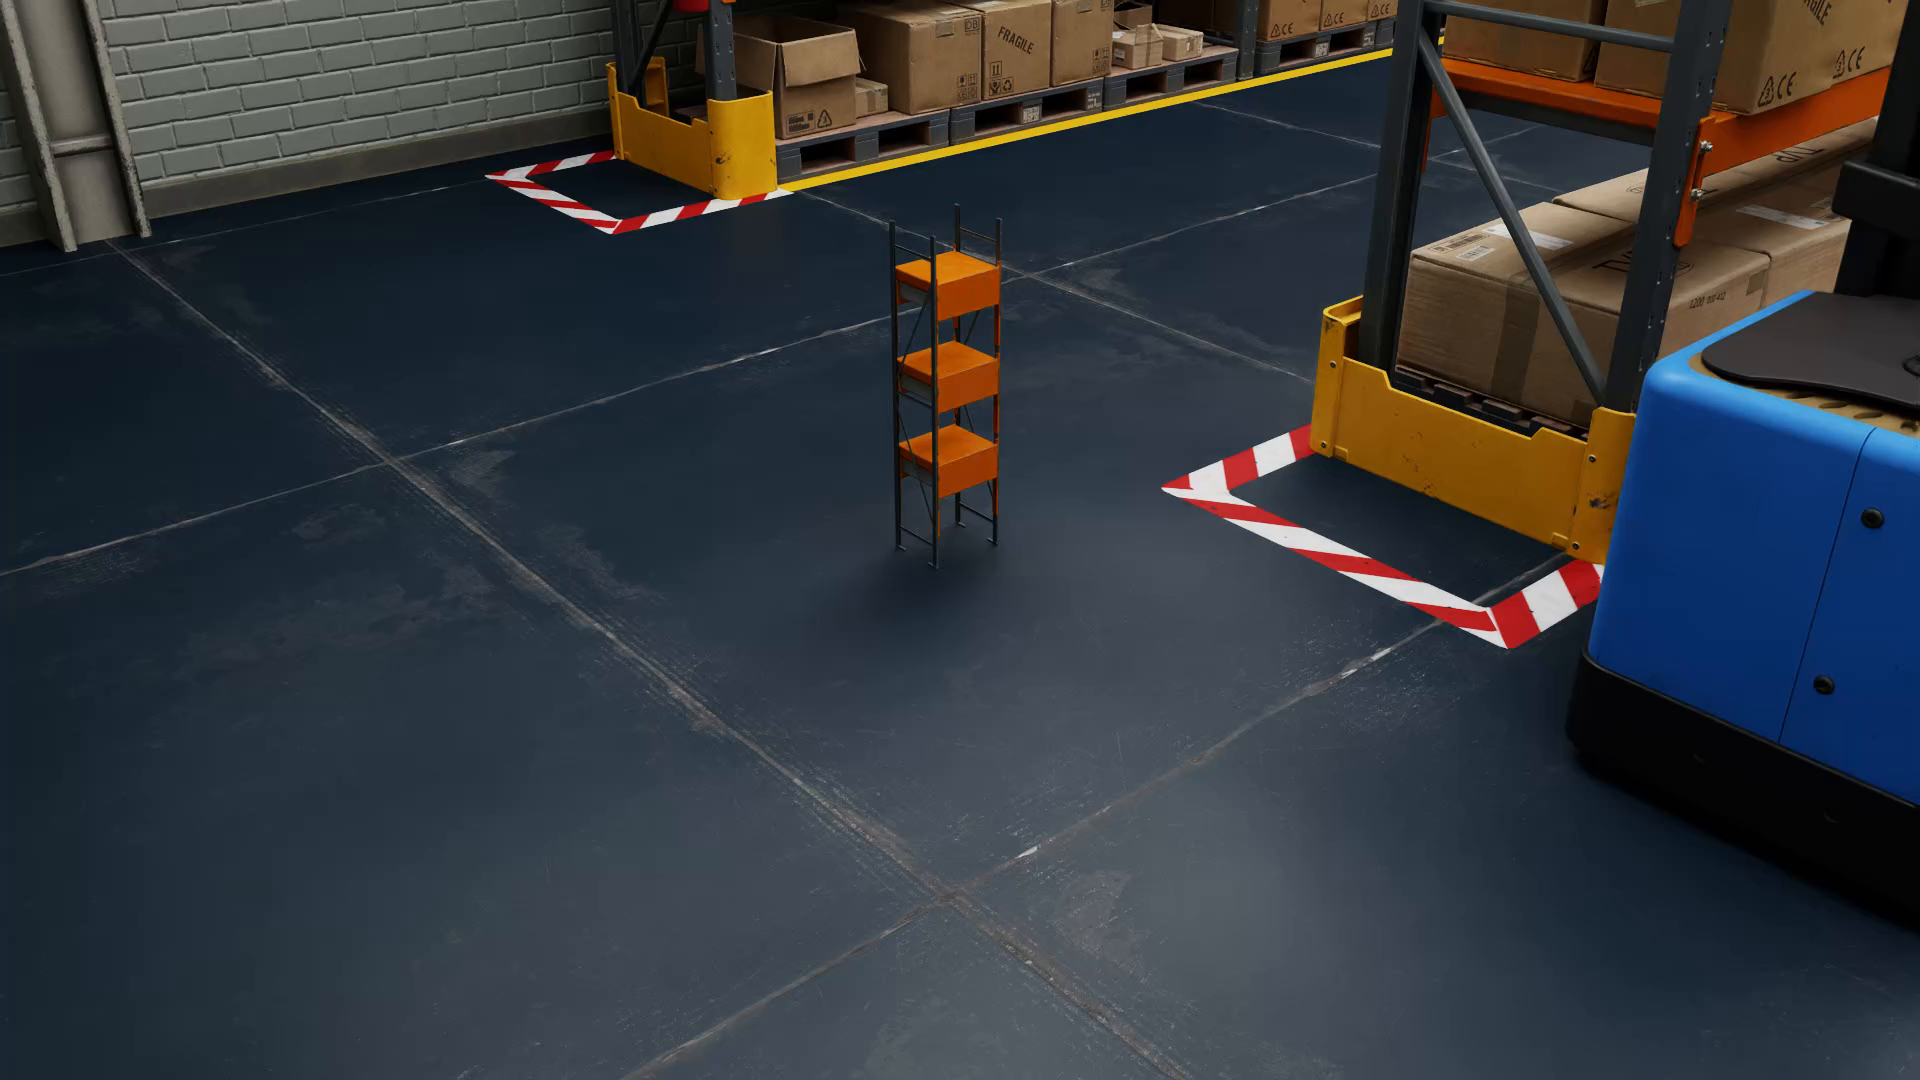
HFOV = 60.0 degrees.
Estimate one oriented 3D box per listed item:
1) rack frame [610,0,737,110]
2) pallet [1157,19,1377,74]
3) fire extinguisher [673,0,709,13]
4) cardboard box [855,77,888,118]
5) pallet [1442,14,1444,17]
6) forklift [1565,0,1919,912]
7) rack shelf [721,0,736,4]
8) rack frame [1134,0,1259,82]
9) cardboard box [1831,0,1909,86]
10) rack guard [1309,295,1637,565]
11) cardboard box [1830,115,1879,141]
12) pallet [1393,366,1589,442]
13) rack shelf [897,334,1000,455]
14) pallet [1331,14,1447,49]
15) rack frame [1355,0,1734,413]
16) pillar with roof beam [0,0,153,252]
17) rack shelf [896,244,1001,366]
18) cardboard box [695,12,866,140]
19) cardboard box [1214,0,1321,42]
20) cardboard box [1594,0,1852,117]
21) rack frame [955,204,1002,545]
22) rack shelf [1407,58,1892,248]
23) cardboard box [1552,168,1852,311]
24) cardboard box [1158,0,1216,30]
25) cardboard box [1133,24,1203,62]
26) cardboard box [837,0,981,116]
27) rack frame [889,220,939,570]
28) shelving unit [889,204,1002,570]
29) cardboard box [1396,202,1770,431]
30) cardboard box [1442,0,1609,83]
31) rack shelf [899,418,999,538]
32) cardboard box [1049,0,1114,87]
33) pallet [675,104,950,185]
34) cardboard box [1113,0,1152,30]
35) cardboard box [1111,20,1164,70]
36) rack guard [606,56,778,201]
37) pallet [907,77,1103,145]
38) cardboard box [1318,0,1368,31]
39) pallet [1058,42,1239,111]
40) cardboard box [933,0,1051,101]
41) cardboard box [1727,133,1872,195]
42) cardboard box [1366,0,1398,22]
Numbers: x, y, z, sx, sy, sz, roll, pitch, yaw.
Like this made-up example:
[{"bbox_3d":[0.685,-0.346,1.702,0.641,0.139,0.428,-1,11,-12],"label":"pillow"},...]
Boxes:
[{"bbox_3d":[-1.492,-3.283,8.210,0.127,3.000,1.000,-22,35,-35],"label":"rack frame"},{"bbox_3d":[2.145,-3.539,11.648,1.213,0.211,1.003,-22,35,-35],"label":"pallet"},{"bbox_3d":[-1.304,-2.873,7.922,0.183,0.674,0.296,-22,35,-35],"label":"fire extinguisher"},{"bbox_3d":[-0.617,-2.480,9.287,0.250,0.149,0.380,-24,36,-37],"label":"cardboard box"},{"bbox_3d":[4.001,-4.285,13.045,1.213,0.211,1.003,-22,35,-35],"label":"pallet"},{"bbox_3d":[2.961,-1.028,4.065,3.031,2.935,1.130,-23,36,-36],"label":"forklift"},{"bbox_3d":[0.029,-3.577,9.525,4.000,0.370,1.077,-22,35,-35],"label":"rack shelf"},{"bbox_3d":[1.551,-4.506,10.500,0.127,3.000,1.000,-22,35,-35],"label":"rack frame"},{"bbox_3d":[2.650,-1.757,5.249,0.500,0.500,0.500,-22,35,-36],"label":"cardboard box"},{"bbox_3d":[1.714,-0.394,5.457,0.348,0.500,1.175,-22,35,-35],"label":"rack guard"},{"bbox_3d":[4.228,-1.629,7.389,0.875,0.438,0.875,-22,35,-36],"label":"cardboard box"},{"bbox_3d":[2.290,-0.547,6.049,1.213,0.211,1.003,-22,35,-35],"label":"pallet"},{"bbox_3d":[-0.041,-0.437,4.977,0.240,0.259,0.215,-22,35,-35],"label":"rack shelf"},{"bbox_3d":[3.074,-3.914,12.350,1.213,0.211,1.003,-22,35,-35],"label":"pallet"},{"bbox_3d":[1.732,-1.504,4.882,0.127,3.000,1.000,-22,35,-35],"label":"rack frame"},{"bbox_3d":[-1.334,-3.883,2.969,0.400,9.000,9.100,-22,35,-35],"label":"pillar with roof beam"},{"bbox_3d":[-0.041,-0.688,4.843,0.240,0.259,0.215,-22,35,-35],"label":"rack shelf"},{"bbox_3d":[-0.965,-2.520,8.986,0.637,0.503,0.797,-24,36,-37],"label":"cardboard box"},{"bbox_3d":[2.065,-3.656,11.116,0.500,0.500,0.500,-20,34,-33],"label":"cardboard box"},{"bbox_3d":[2.284,-1.592,4.940,0.500,0.500,0.500,-22,35,-35],"label":"cardboard box"},{"bbox_3d":[0.052,-0.484,5.042,0.008,1.050,0.200,-22,35,-35],"label":"rack frame"},{"bbox_3d":[3.254,-1.799,6.196,4.000,0.370,1.077,-22,35,-35],"label":"rack shelf"},{"bbox_3d":[2.860,-1.080,6.361,0.875,0.438,0.875,-21,34,-34],"label":"cardboard box"},{"bbox_3d":[1.732,-3.845,11.469,0.500,0.500,0.500,-22,35,-35],"label":"cardboard box"},{"bbox_3d":[1.317,-3.158,10.557,0.250,0.149,0.380,-23,36,-36],"label":"cardboard box"},{"bbox_3d":[-0.290,-2.766,9.450,0.500,0.500,0.700,-20,34,-33],"label":"cardboard box"},{"bbox_3d":[-0.134,-0.409,4.902,0.008,1.050,0.200,-22,35,-35],"label":"rack frame"},{"bbox_3d":[-0.041,-0.447,4.972,0.252,1.050,0.215,-22,35,-35],"label":"shelving unit"},{"bbox_3d":[2.169,-0.797,5.832,0.875,0.438,0.875,-23,36,-37],"label":"cardboard box"},{"bbox_3d":[1.927,-1.791,5.312,0.500,0.500,0.500,-22,35,-35],"label":"cardboard box"},{"bbox_3d":[-0.041,-0.192,5.108,0.240,0.259,0.215,-22,35,-35],"label":"rack shelf"},{"bbox_3d":[0.500,-3.084,10.044,0.500,0.500,0.700,-23,36,-37],"label":"cardboard box"},{"bbox_3d":[-0.829,-2.320,9.368,1.213,0.211,1.003,-22,35,-35],"label":"pallet"},{"bbox_3d":[0.895,-3.388,10.815,0.500,0.311,0.500,-20,34,-33],"label":"cardboard box"},{"bbox_3d":[1.046,-3.101,10.325,0.258,0.266,0.396,-20,34,-33],"label":"cardboard box"},{"bbox_3d":[-1.434,-2.203,8.843,0.348,0.500,1.175,-22,35,-35],"label":"rack guard"},{"bbox_3d":[0.099,-2.691,10.063,1.213,0.211,1.003,-22,35,-35],"label":"pallet"},{"bbox_3d":[2.463,-3.823,11.427,0.500,0.500,0.500,-22,35,-36],"label":"cardboard box"},{"bbox_3d":[1.028,-3.067,10.765,1.213,0.211,1.003,-22,35,-35],"label":"pallet"},{"bbox_3d":[0.177,-2.892,9.686,0.500,0.500,0.500,-21,35,-34],"label":"cardboard box"},{"bbox_3d":[3.547,-1.355,6.876,0.875,0.438,0.875,-23,36,-36],"label":"cardboard box"},{"bbox_3d":[2.846,-3.974,11.710,0.500,0.500,0.500,-23,36,-36],"label":"cardboard box"}]
